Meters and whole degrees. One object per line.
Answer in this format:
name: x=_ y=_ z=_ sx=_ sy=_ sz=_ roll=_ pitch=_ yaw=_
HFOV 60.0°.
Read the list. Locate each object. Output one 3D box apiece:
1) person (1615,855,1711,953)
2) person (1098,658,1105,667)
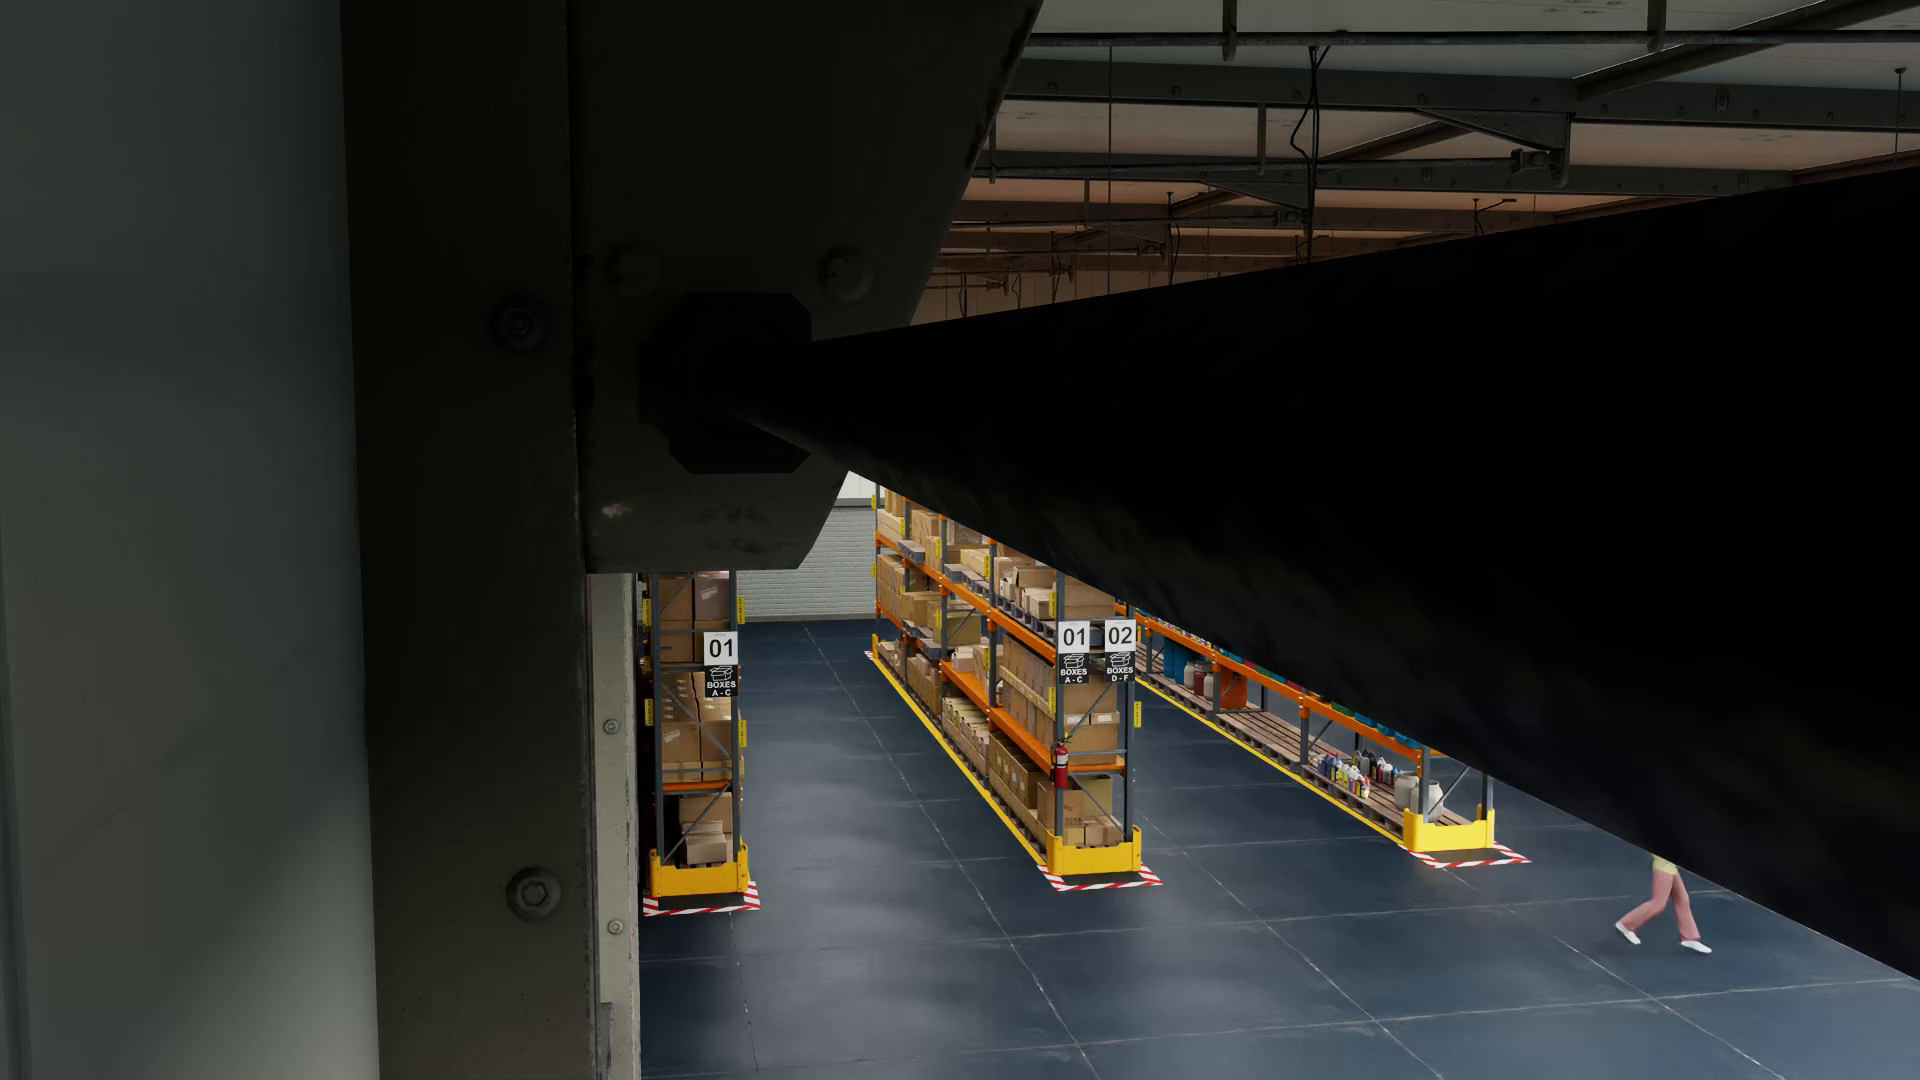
person: x=7.706 y=3.635 z=18.154 sx=0.966 sy=1.653 sz=0.616 roll=2 pitch=6 yaw=21
person: x=2.804 y=2.278 z=31.949 sx=0.554 sy=1.600 sz=0.703 roll=-2 pitch=6 yaw=-19
